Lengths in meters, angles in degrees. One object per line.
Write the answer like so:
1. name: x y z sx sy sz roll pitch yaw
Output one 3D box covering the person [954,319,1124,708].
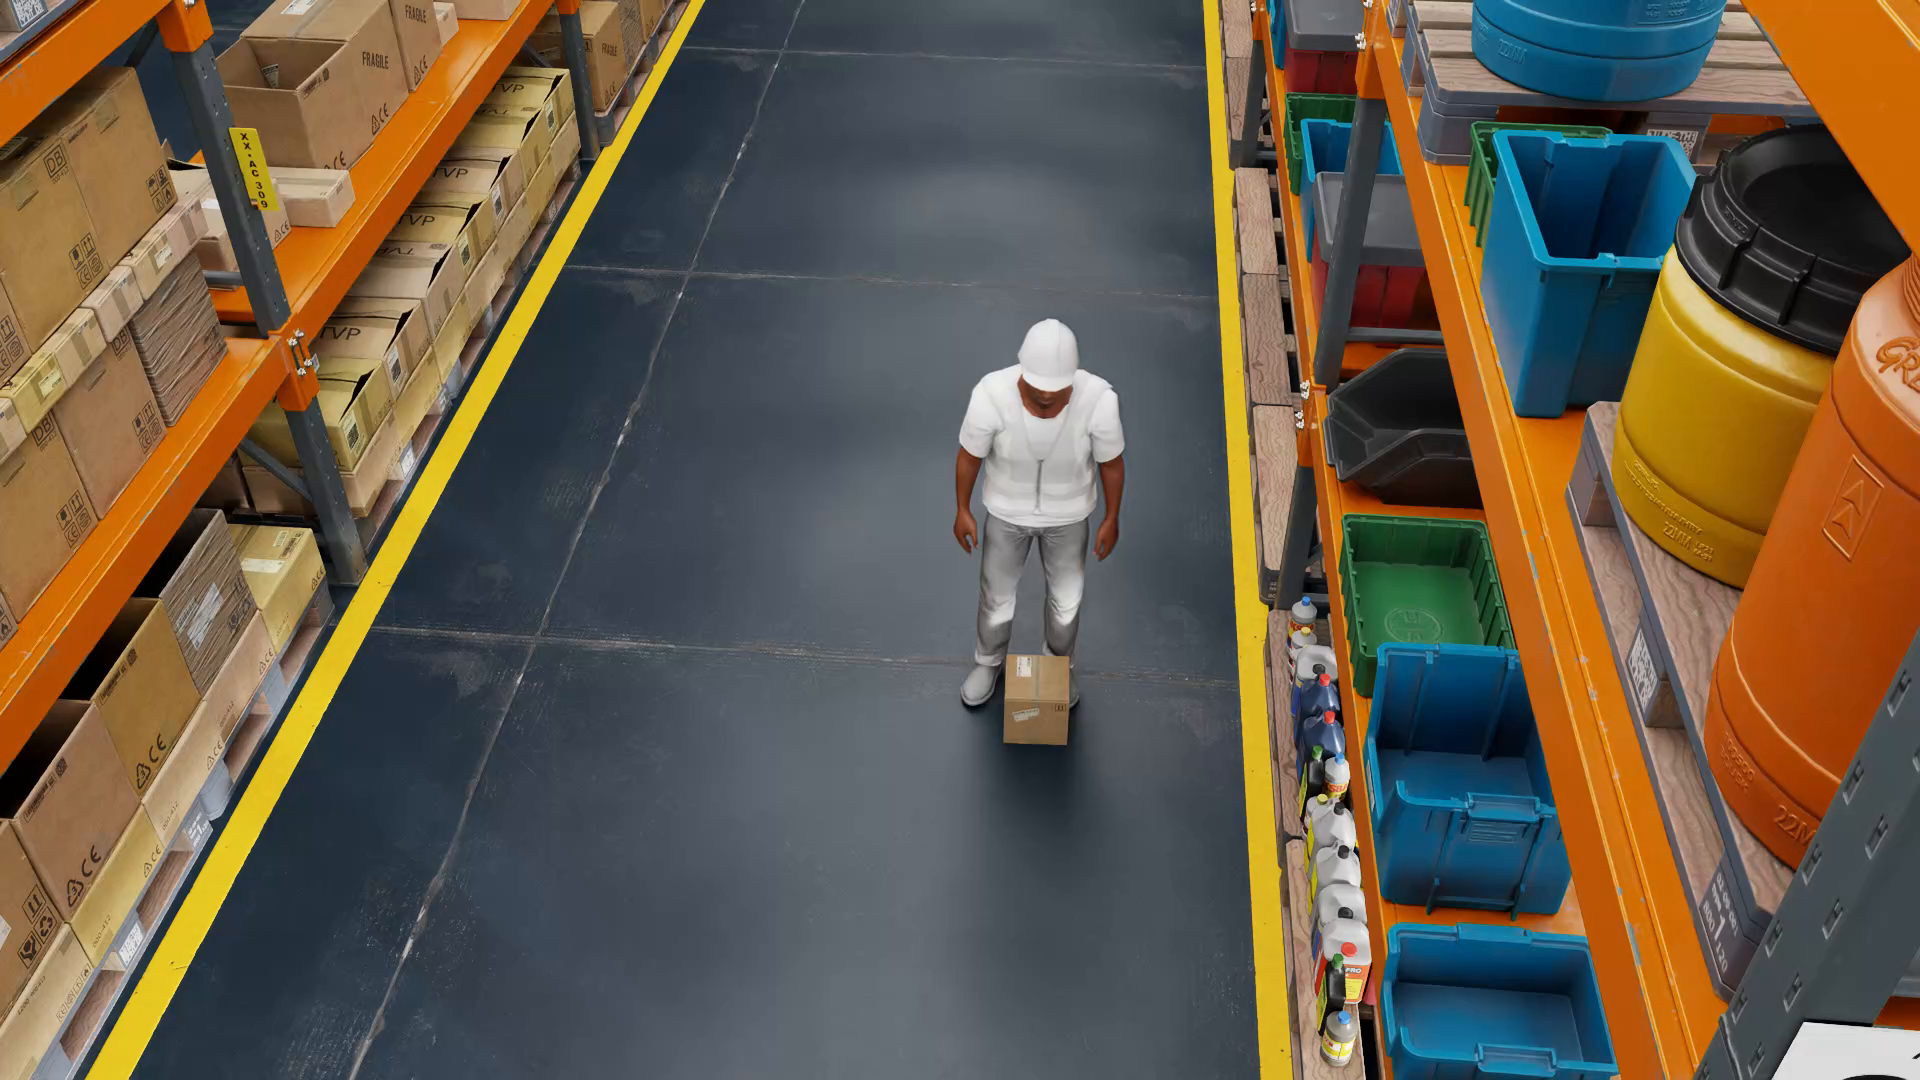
1. person: 0.291 -0.091 6.251 0.629 1.761 0.462 3 40 3
